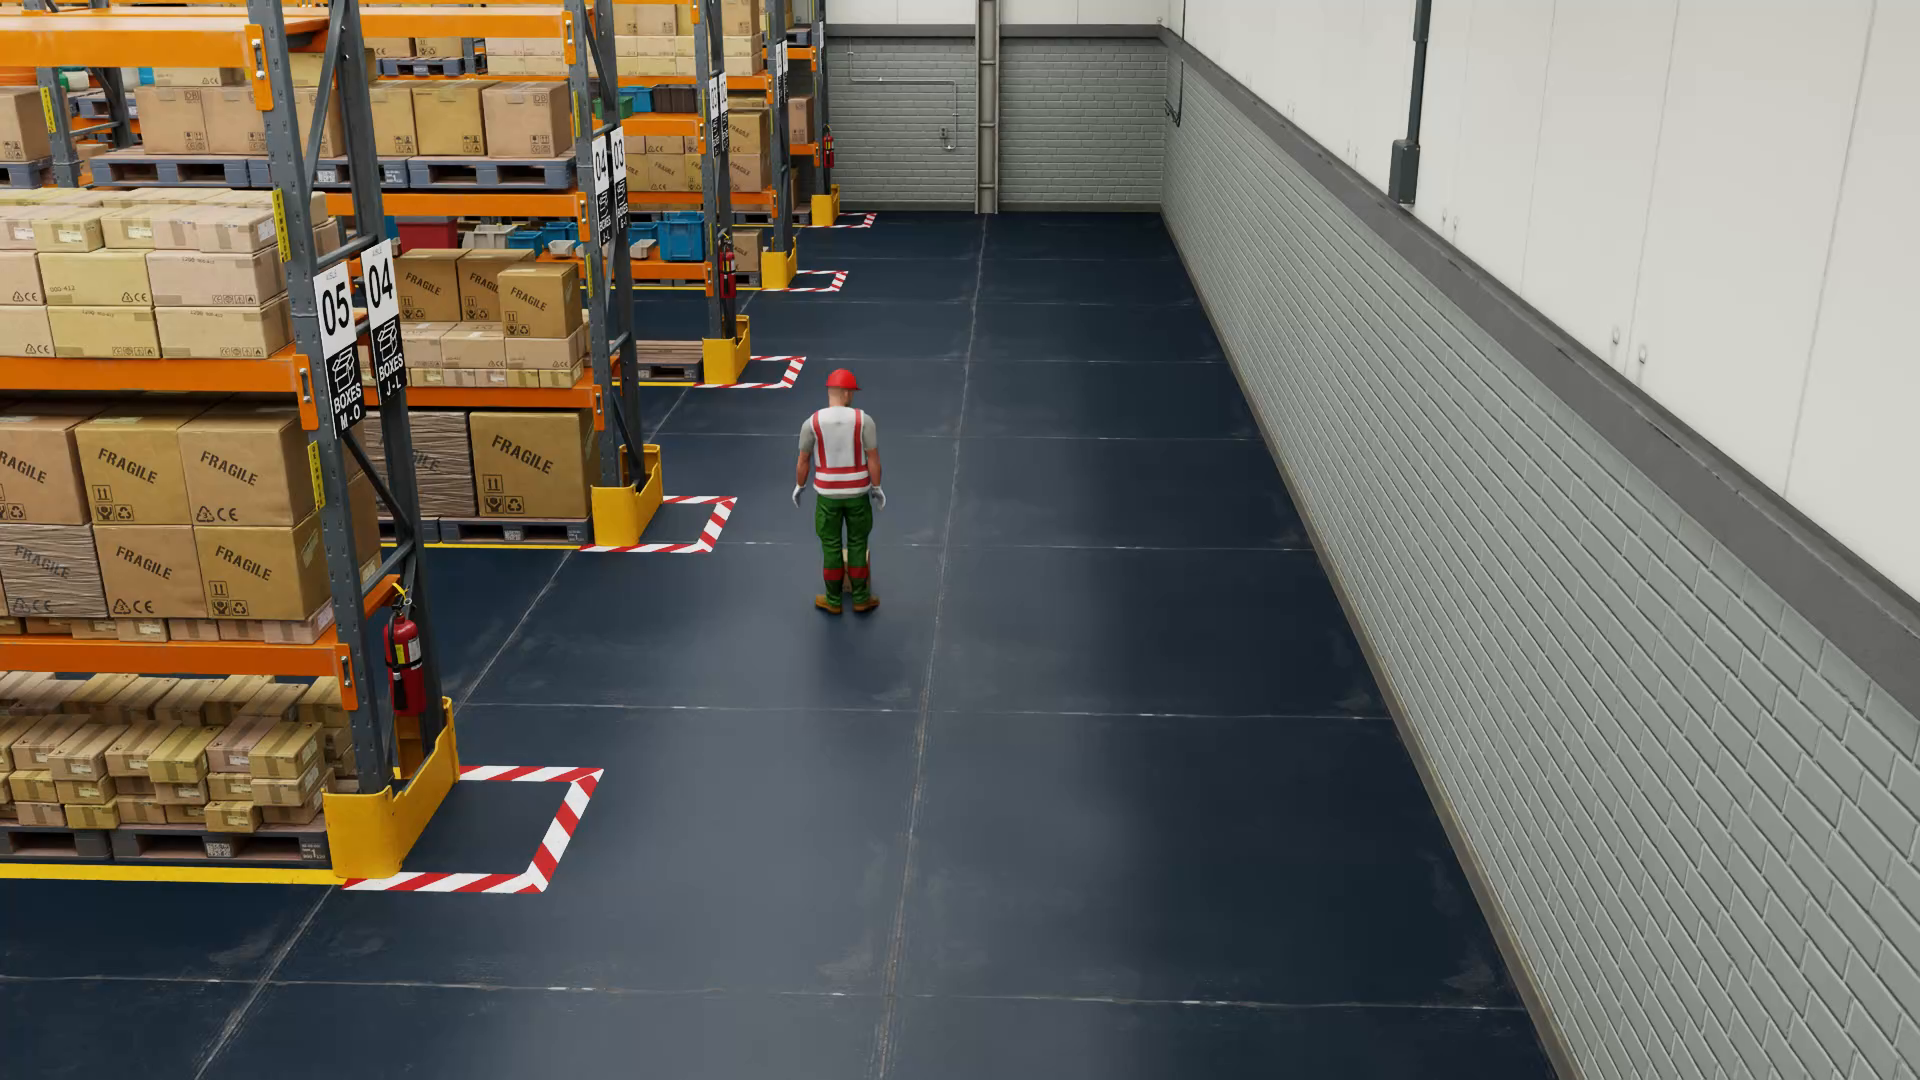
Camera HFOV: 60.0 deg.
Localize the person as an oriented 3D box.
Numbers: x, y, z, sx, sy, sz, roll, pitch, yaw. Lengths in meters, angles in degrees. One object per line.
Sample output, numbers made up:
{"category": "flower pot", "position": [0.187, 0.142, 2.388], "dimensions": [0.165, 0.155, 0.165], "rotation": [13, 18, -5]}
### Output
{"category": "person", "position": [-0.866, -0.331, 11.911], "dimensions": [0.656, 1.800, 0.378], "rotation": [-2, 21, -6]}
